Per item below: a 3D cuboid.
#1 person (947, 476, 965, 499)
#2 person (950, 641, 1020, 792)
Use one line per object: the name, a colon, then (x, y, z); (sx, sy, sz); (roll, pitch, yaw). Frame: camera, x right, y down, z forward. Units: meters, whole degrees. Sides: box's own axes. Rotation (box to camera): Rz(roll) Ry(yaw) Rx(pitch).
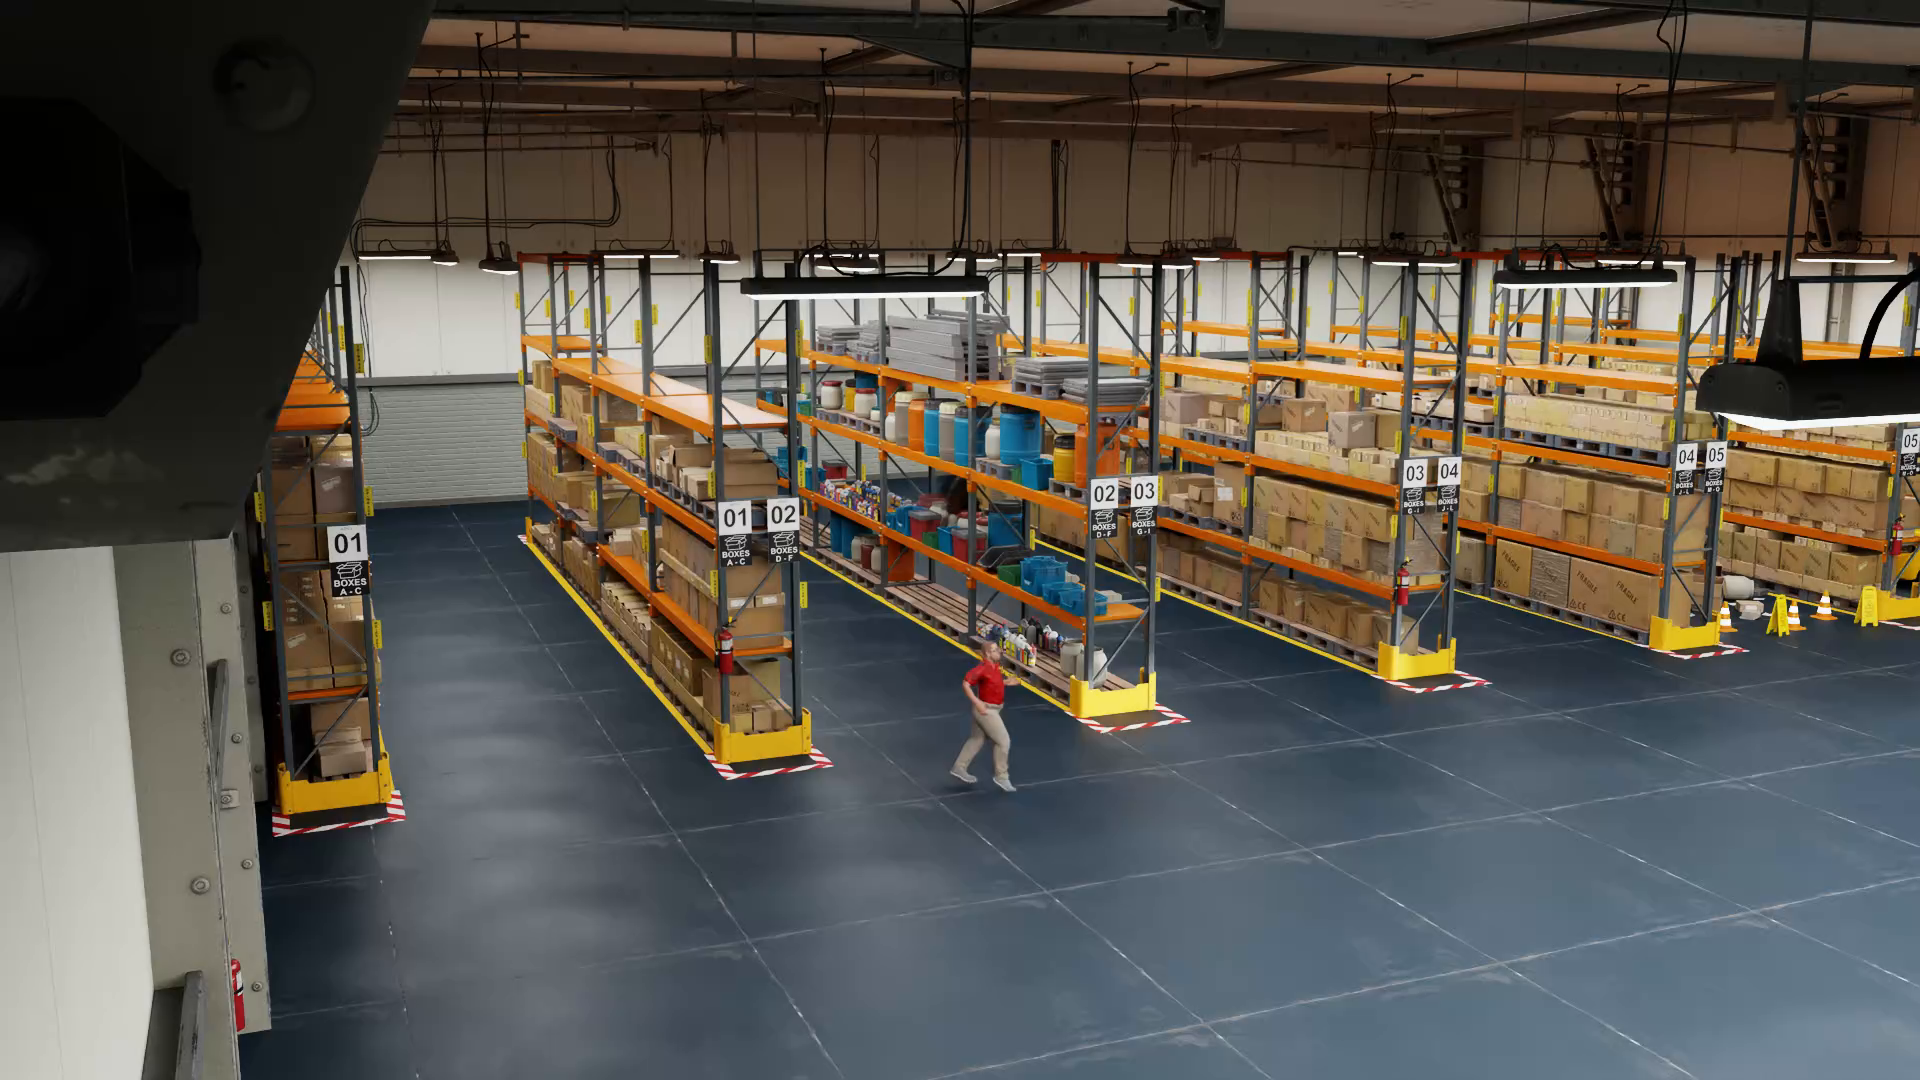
person: (0.176, -1.757, 39.864); (0.920, 1.729, 0.753); (-1, 10, -7)
person: (0.283, 2.034, 19.230); (0.811, 1.803, 0.629); (0, 10, 1)
